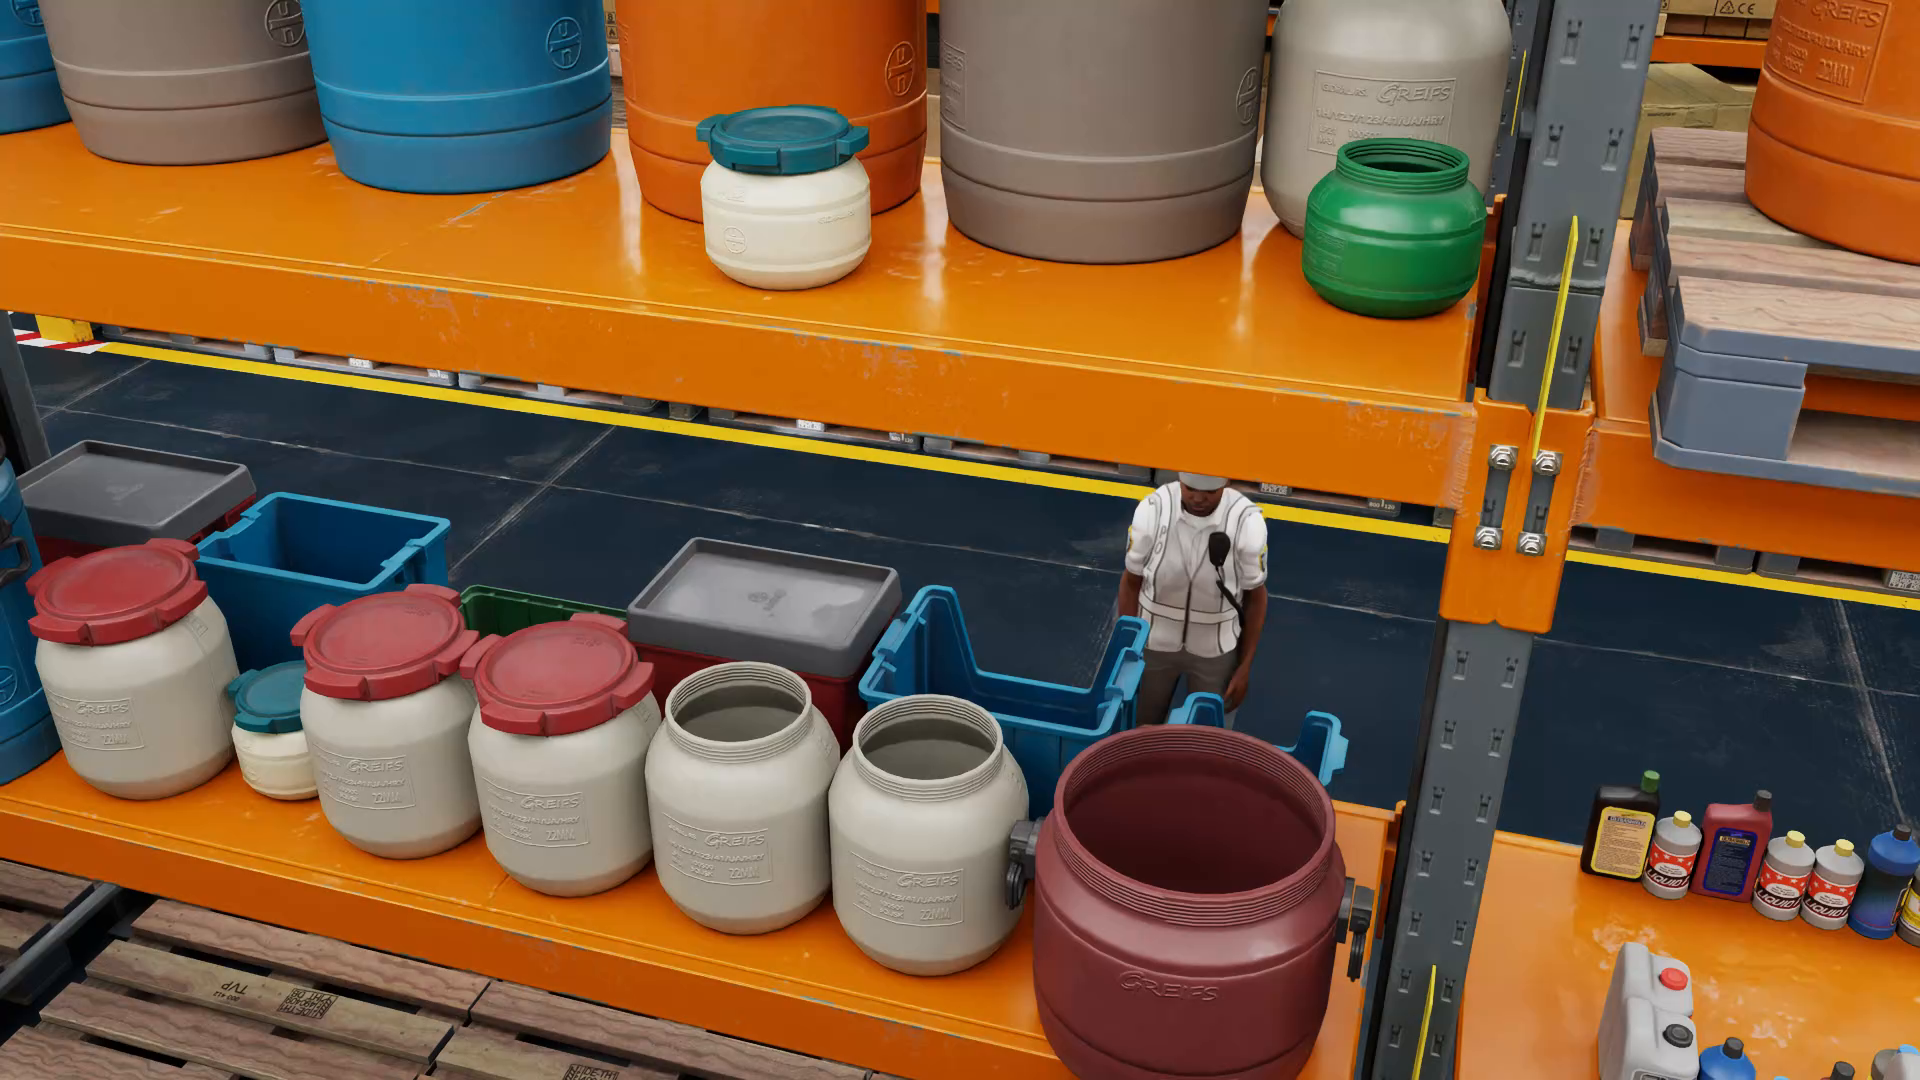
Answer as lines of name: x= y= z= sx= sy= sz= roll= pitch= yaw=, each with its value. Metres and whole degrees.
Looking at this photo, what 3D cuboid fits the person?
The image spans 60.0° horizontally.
person: x=0.730 y=0.386 z=5.432 sx=0.495 sy=1.668 sz=0.423 roll=8 pitch=30 yaw=13
